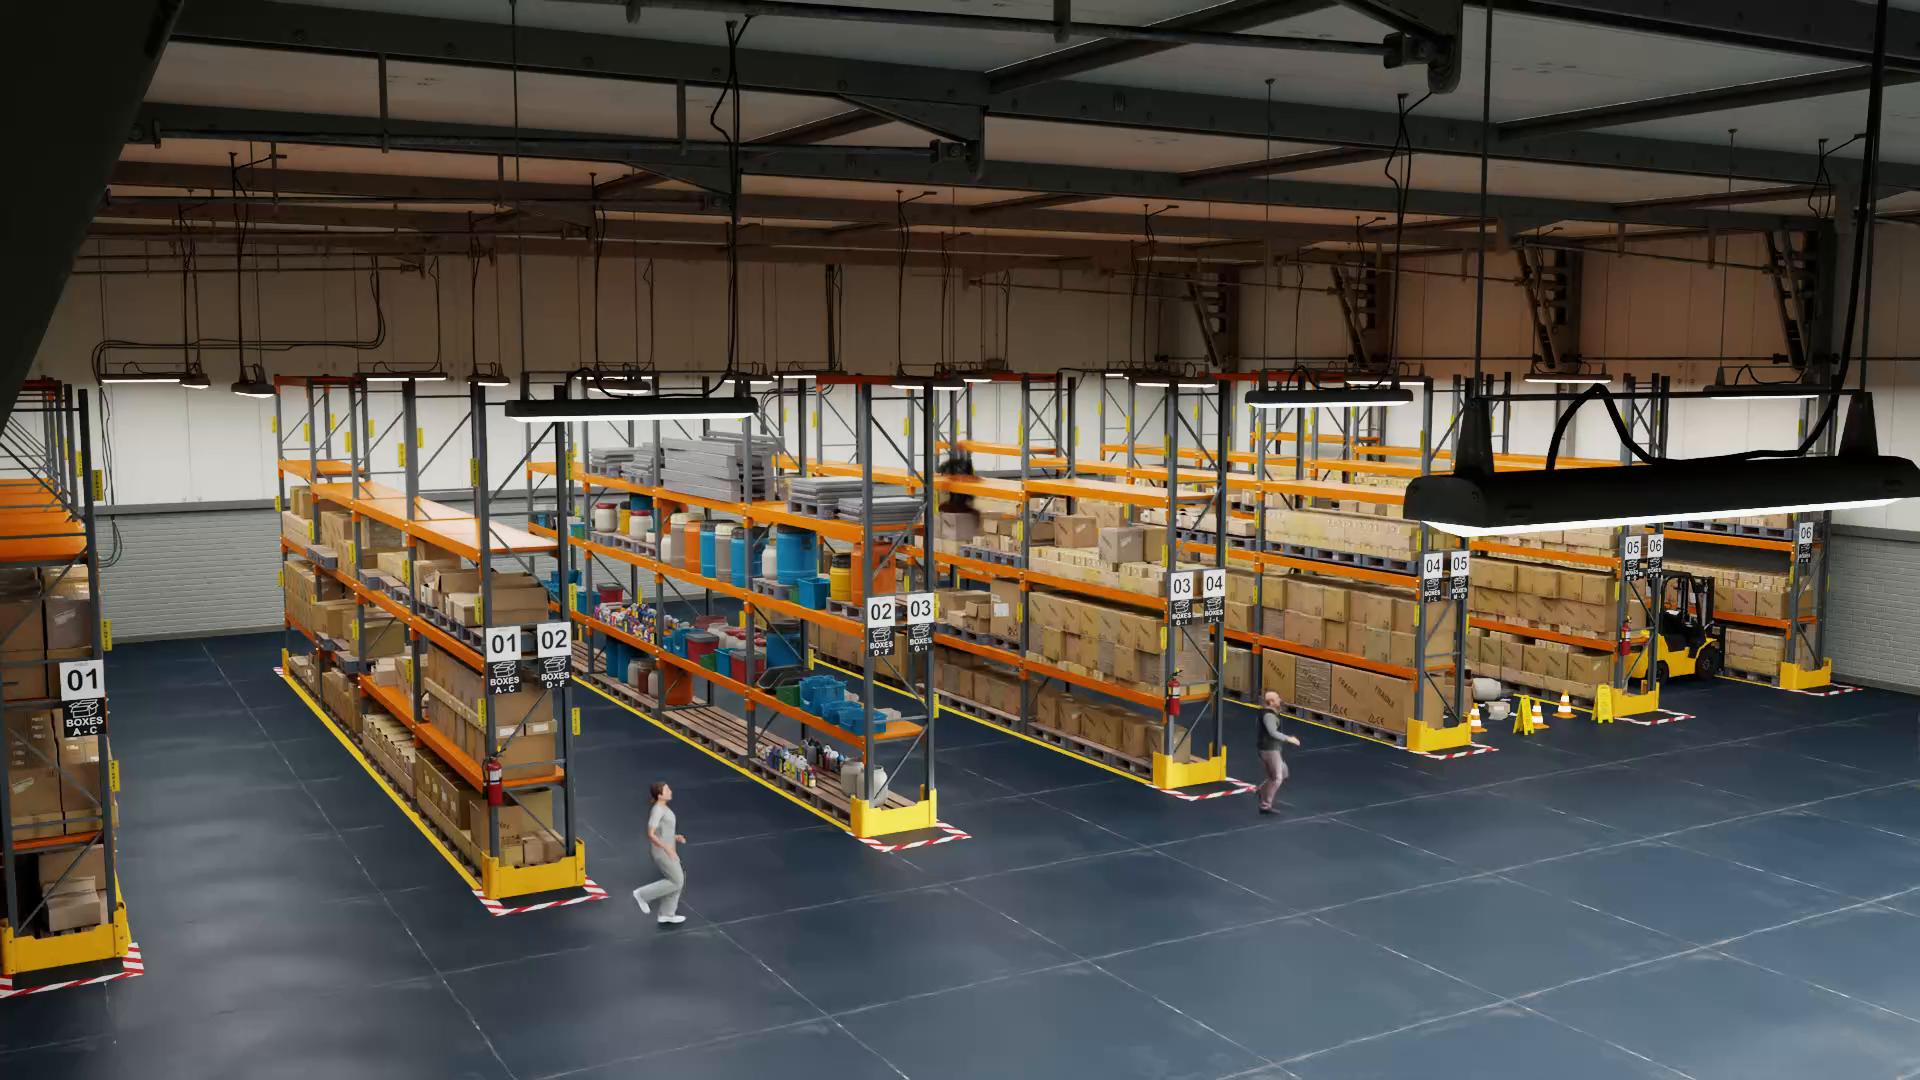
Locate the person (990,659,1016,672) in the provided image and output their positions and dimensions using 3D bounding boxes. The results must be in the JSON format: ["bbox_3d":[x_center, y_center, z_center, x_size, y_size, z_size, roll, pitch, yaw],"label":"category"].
[{"bbox_3d":[0.883,1.881,33.035,0.557,1.737,0.816,-4,8,-35],"label":"person"}]

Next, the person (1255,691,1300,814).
[{"bbox_3d":[4.431,2.955,23.310,0.568,1.674,0.709,0,6,0],"label":"person"}]

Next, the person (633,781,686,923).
[{"bbox_3d":[-3.369,3.501,18.629,0.577,1.612,0.575,-1,6,-5],"label":"person"}]
